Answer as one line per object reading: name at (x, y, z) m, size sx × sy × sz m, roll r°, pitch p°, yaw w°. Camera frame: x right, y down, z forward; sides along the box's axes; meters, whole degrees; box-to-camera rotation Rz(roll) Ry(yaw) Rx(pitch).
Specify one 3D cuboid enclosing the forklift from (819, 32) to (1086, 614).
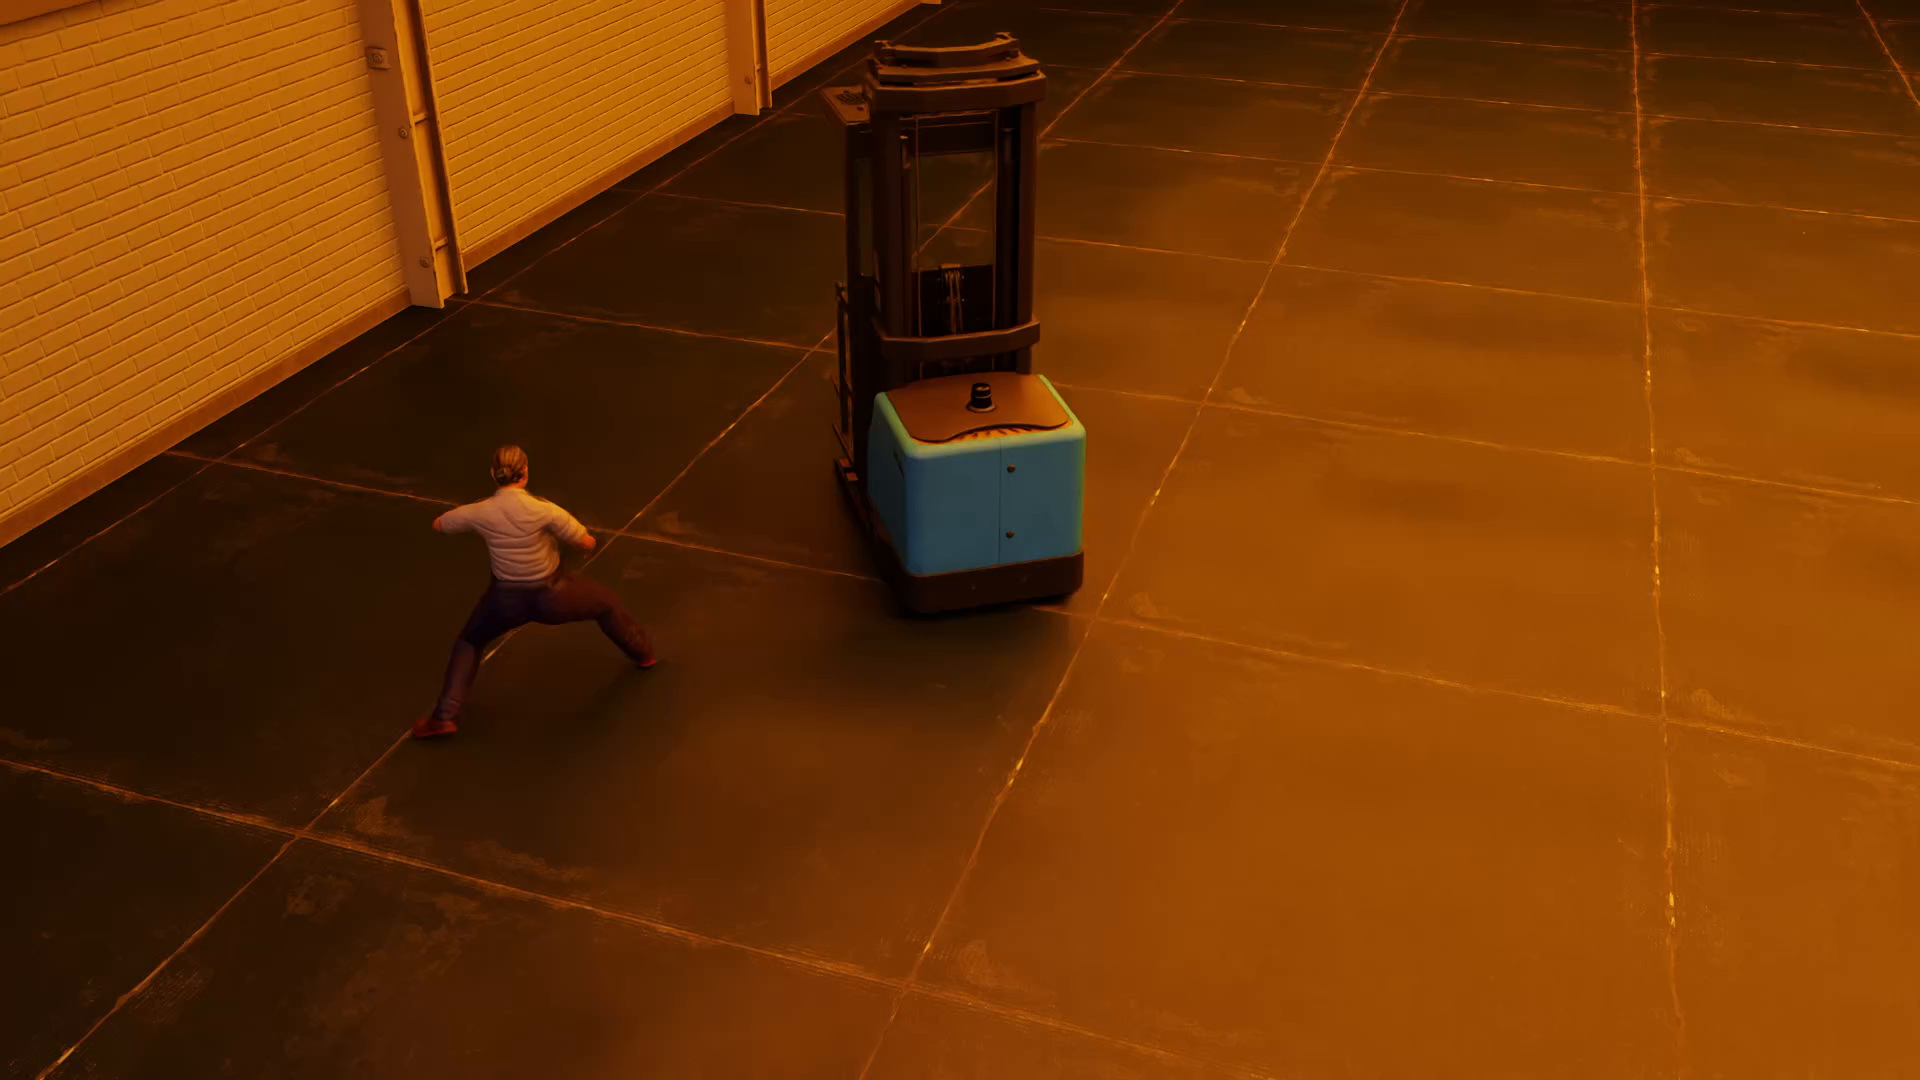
forklift at (-0.183, -1.581, 9.910) m, size 1.130 × 2.935 × 3.031 m, roll -8°, pitch 31°, yaw -13°

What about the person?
person at (-2.197, 0.171, 8.348) m, size 1.141 × 1.485 × 0.946 m, roll 0°, pitch 30°, yaw 0°
